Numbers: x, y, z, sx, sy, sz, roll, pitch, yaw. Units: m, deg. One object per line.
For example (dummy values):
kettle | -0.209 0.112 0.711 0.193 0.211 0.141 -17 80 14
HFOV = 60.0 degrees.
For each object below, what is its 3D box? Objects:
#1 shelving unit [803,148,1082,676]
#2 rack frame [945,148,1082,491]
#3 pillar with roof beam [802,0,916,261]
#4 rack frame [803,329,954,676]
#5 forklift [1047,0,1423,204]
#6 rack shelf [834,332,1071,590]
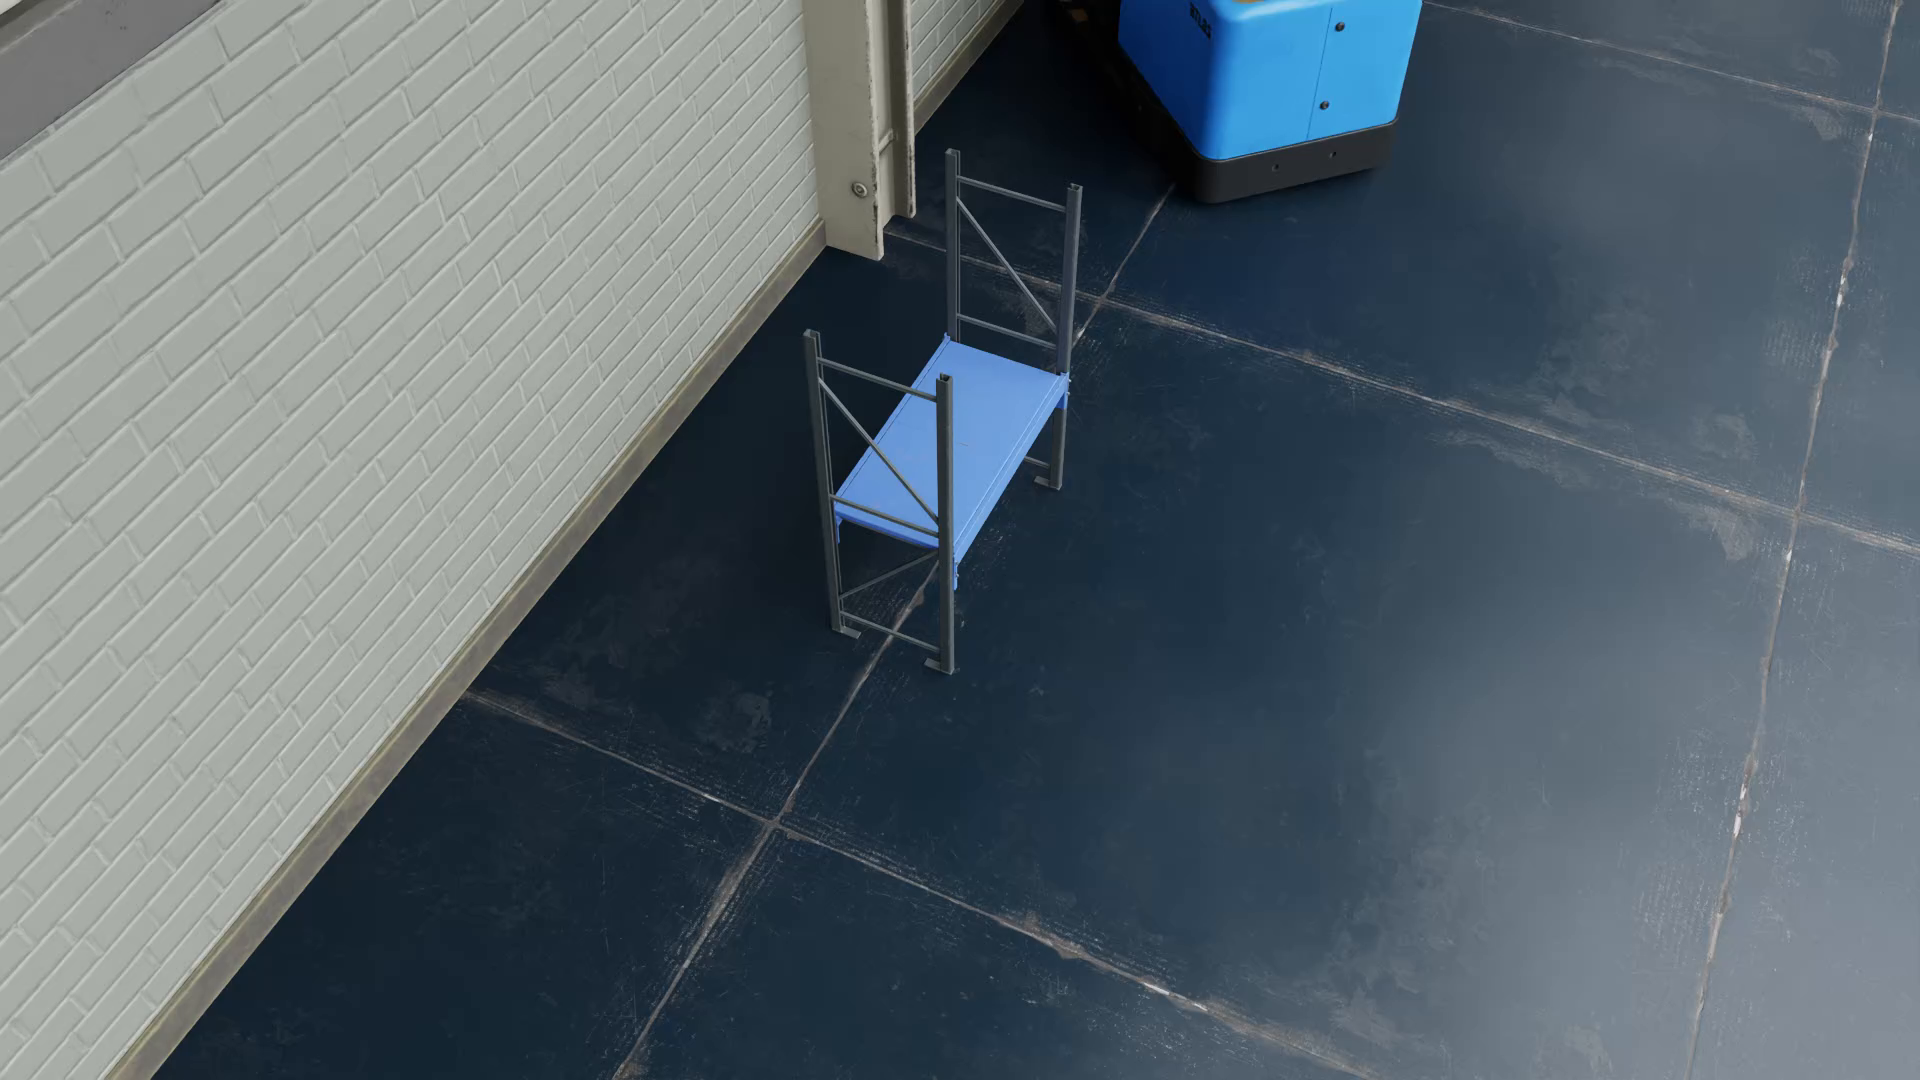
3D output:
shelving unit | -0.036 -0.427 5.944 0.538 1.500 1.048 20 52 16
rack frame | 0.181 -0.777 6.242 0.500 1.500 0.032 20 52 16
pillar with roof beam | 3.463 -2.987 3.198 9.100 9.000 0.400 20 52 16
rack frame | -0.254 -0.077 5.646 0.500 1.500 0.032 20 52 16
forklift | 1.115 -3.682 7.774 1.130 2.935 3.031 -15 51 -12
rack shelf | -0.036 -0.311 6.081 0.538 0.185 1.000 20 52 16
